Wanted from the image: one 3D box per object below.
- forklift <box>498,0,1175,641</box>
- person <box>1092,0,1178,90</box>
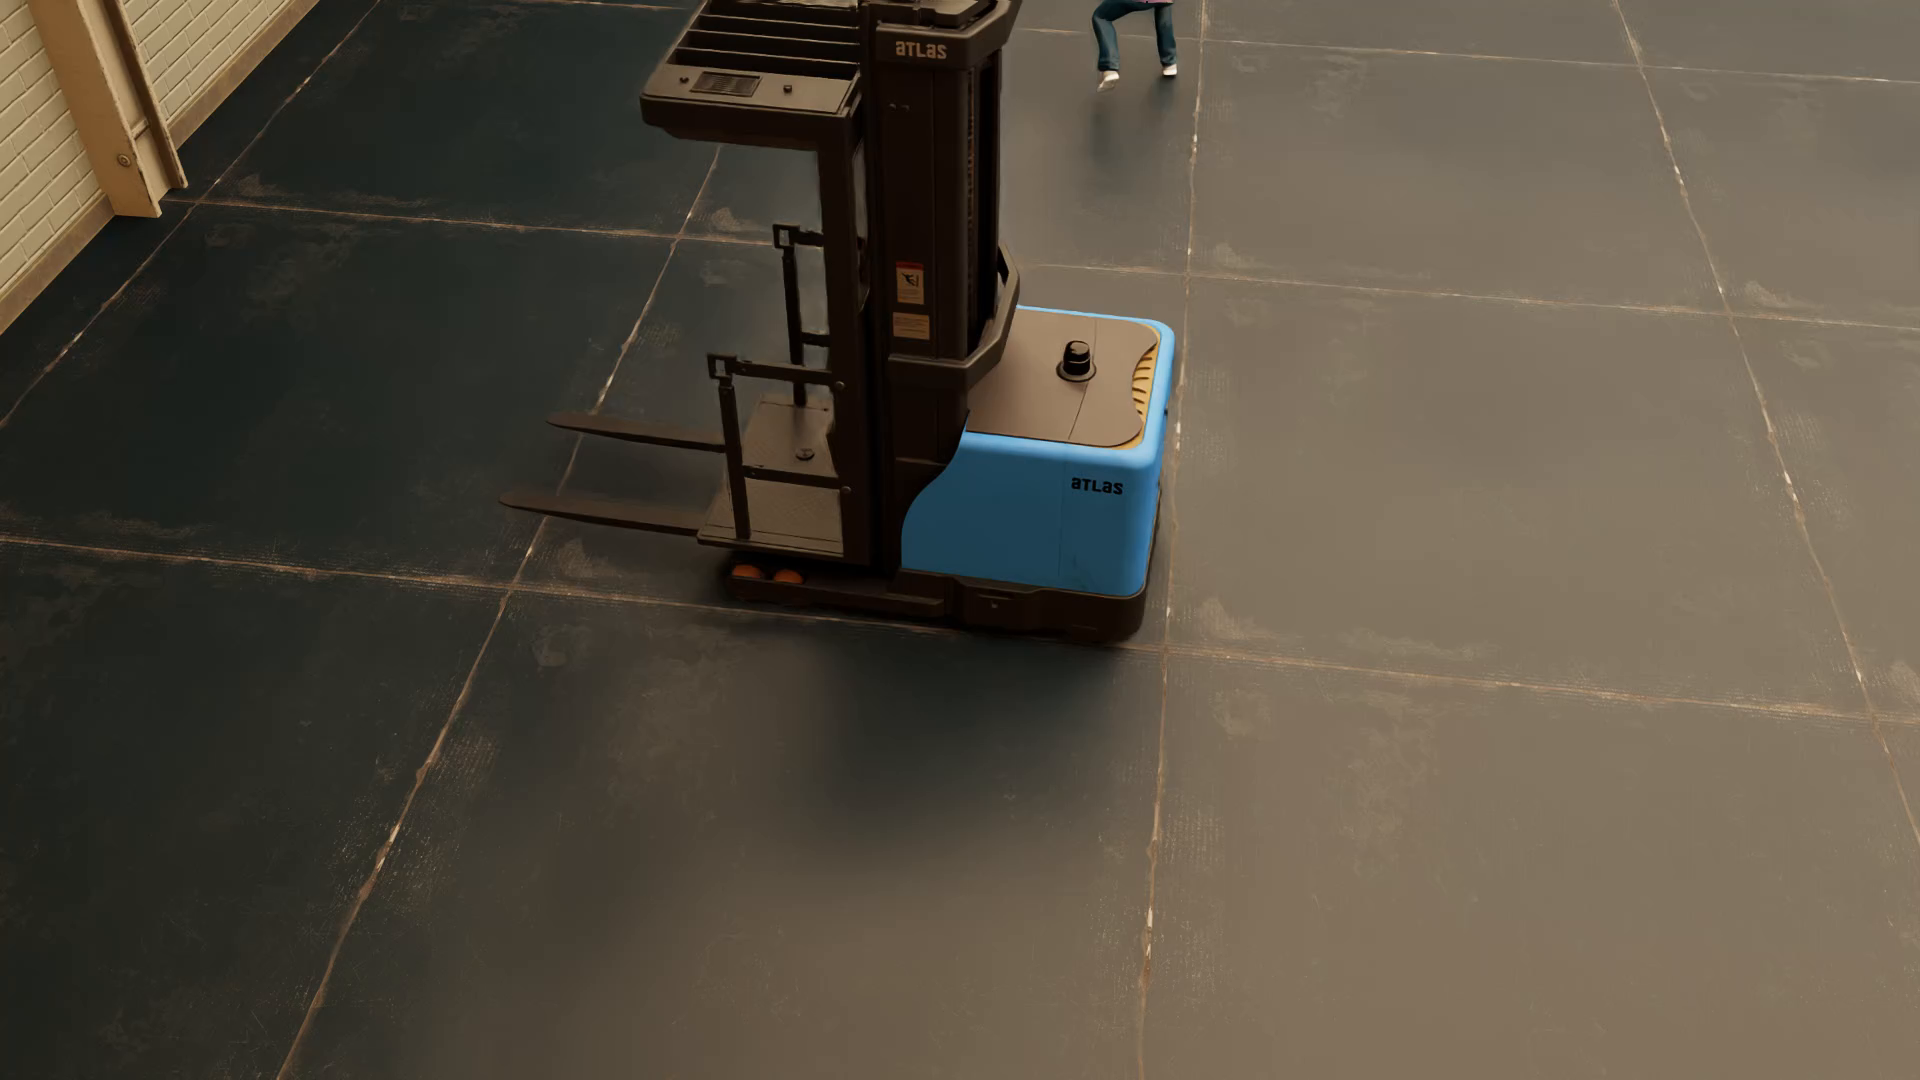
[{"bbox_3d":[-0.606,-1.125,6.948,3.031,2.935,1.130,7,43,8],"label":"forklift"},{"bbox_3d":[1.267,-3.626,10.797,0.982,1.472,0.468,-21,47,-22],"label":"person"}]
